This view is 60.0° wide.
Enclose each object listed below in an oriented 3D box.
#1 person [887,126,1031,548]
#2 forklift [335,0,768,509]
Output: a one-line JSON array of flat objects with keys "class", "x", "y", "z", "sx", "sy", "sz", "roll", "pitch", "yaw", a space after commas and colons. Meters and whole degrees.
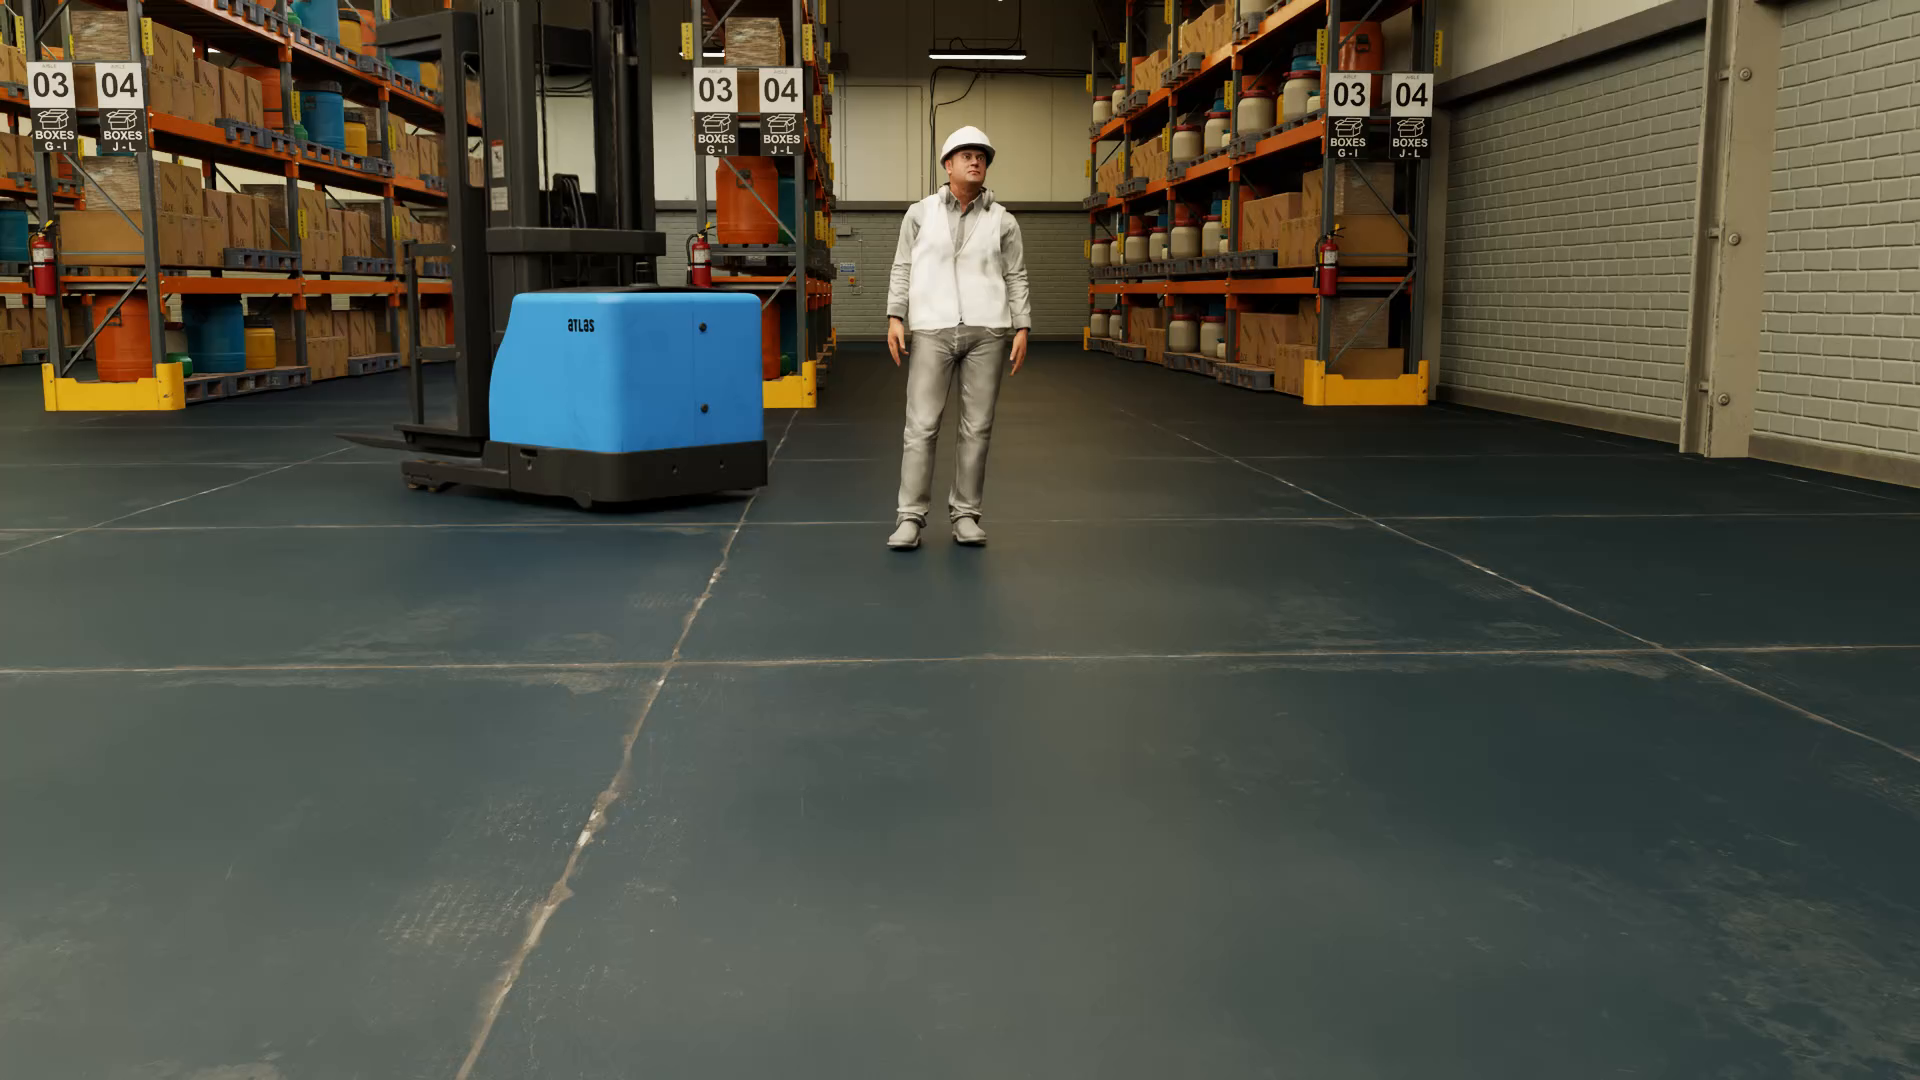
[{"class": "person", "x": -0.005, "y": -0.875, "z": 7.117, "sx": 0.632, "sy": 1.773, "sz": 0.568, "roll": -1, "pitch": 8, "yaw": -4}, {"class": "forklift", "x": -2.451, "y": -1.759, "z": 9.180, "sx": 3.031, "sy": 2.935, "sz": 1.130, "roll": 7, "pitch": 11, "yaw": 41}]
